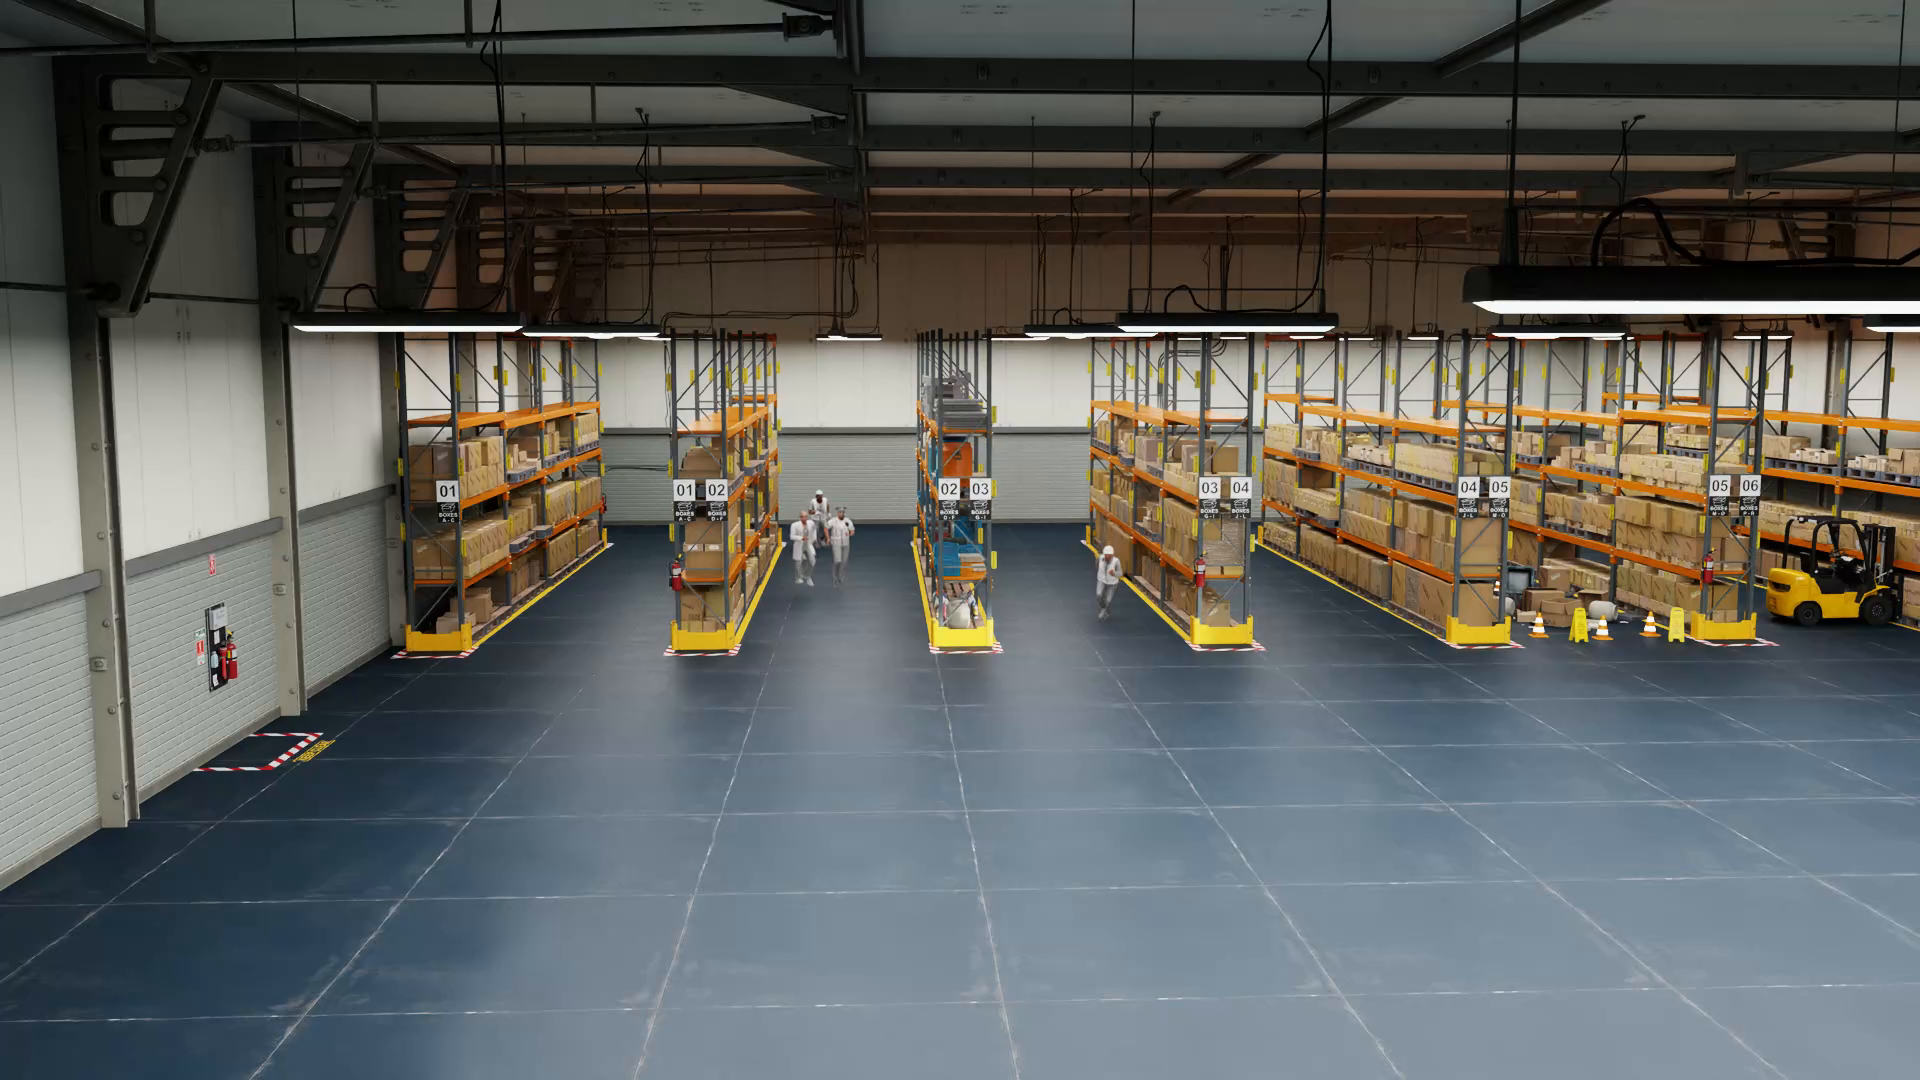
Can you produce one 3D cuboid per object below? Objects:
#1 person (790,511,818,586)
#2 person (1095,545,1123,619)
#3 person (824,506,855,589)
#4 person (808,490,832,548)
[{"bbox_3d":[-3.512,0.195,37.456,0.719,1.727,0.974,-3,7,-23],"label":"person"},{"bbox_3d":[3.059,0.842,34.155,0.615,1.553,1.104,1,7,10],"label":"person"},{"bbox_3d":[-2.693,0.164,37.547,0.646,1.883,0.698,-2,7,-17],"label":"person"},{"bbox_3d":[-3.898,-0.572,46.374,0.712,1.670,0.870,-2,7,-19],"label":"person"}]
